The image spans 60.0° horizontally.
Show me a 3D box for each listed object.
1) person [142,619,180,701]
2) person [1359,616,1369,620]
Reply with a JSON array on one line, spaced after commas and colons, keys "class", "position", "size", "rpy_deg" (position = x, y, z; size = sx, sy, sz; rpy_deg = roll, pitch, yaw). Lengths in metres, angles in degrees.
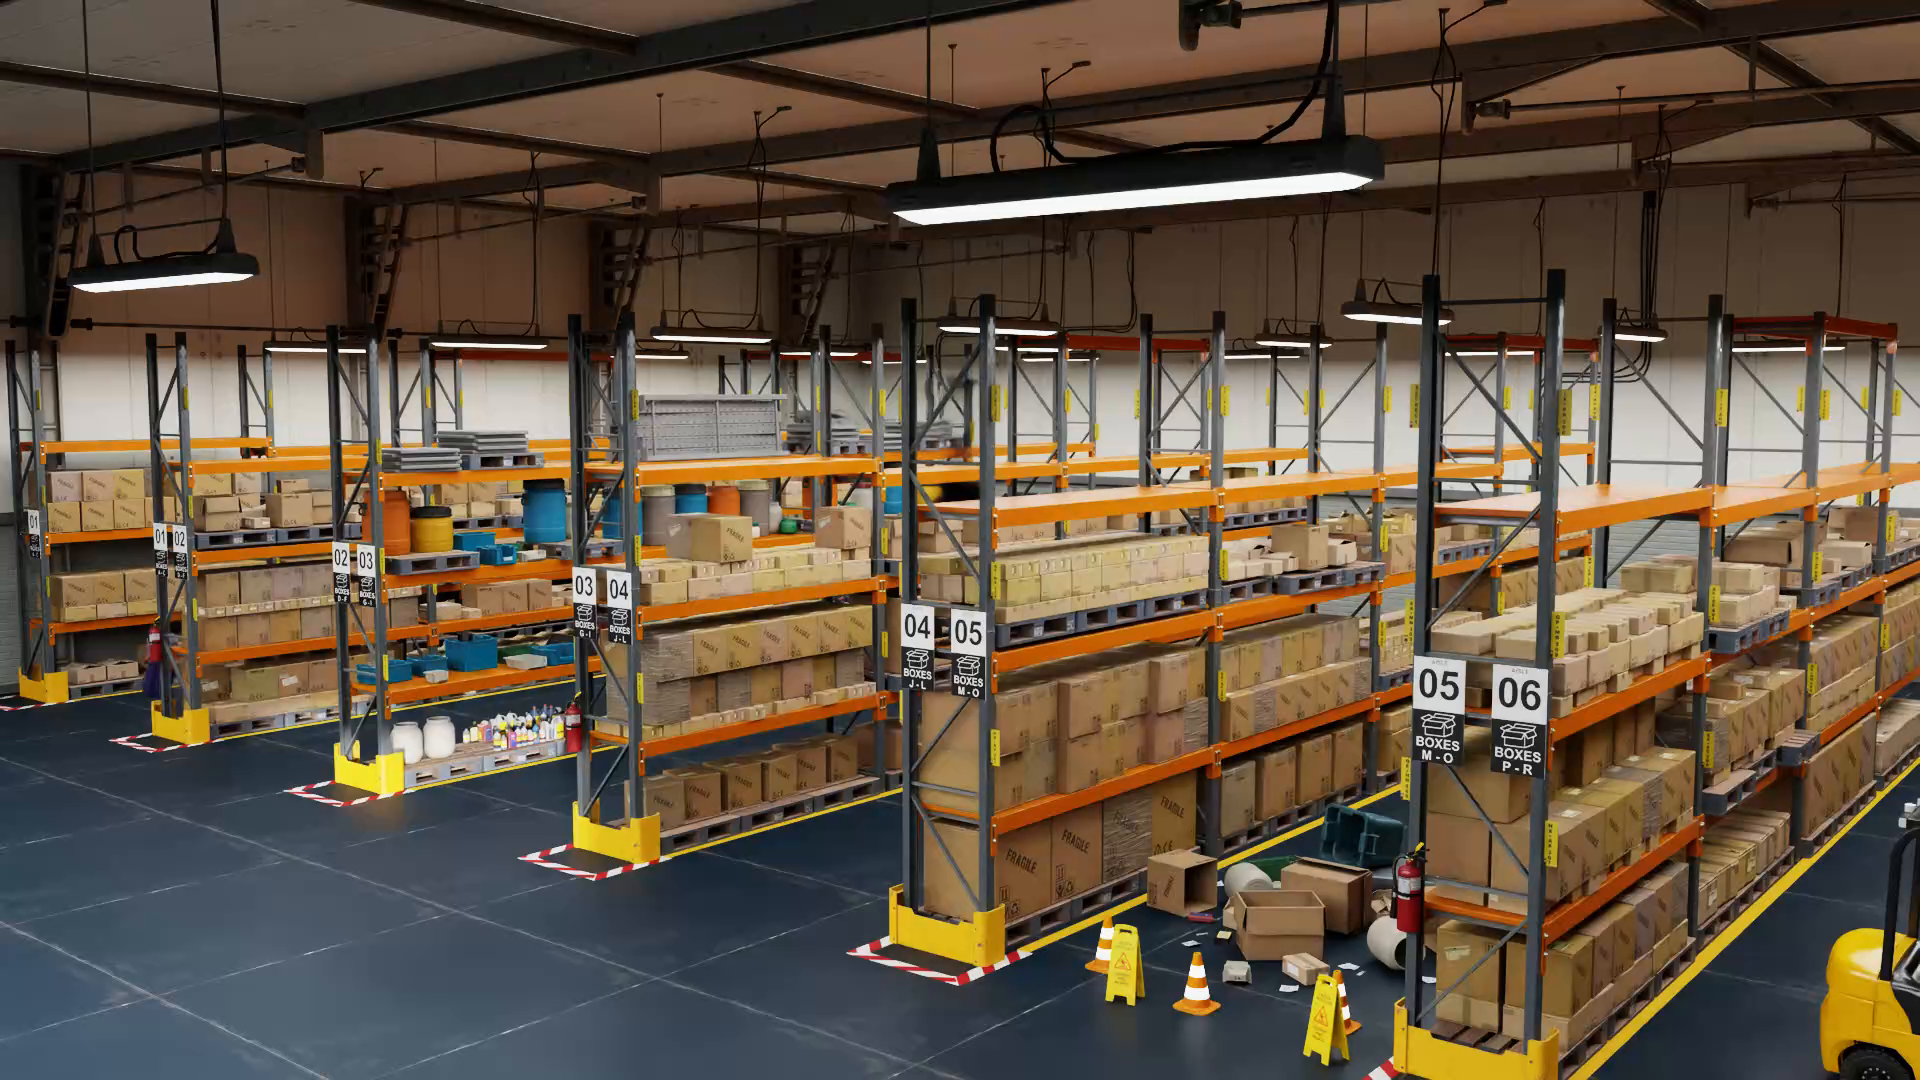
[{"class": "person", "position": [-12.529, 2.017, 26.144], "size": [0.595, 1.601, 0.561], "rpy_deg": [1, 5, 14]}, {"class": "person", "position": [6.290, 2.010, 25.968], "size": [0.554, 1.652, 0.632], "rpy_deg": [5, 7, 41]}]
